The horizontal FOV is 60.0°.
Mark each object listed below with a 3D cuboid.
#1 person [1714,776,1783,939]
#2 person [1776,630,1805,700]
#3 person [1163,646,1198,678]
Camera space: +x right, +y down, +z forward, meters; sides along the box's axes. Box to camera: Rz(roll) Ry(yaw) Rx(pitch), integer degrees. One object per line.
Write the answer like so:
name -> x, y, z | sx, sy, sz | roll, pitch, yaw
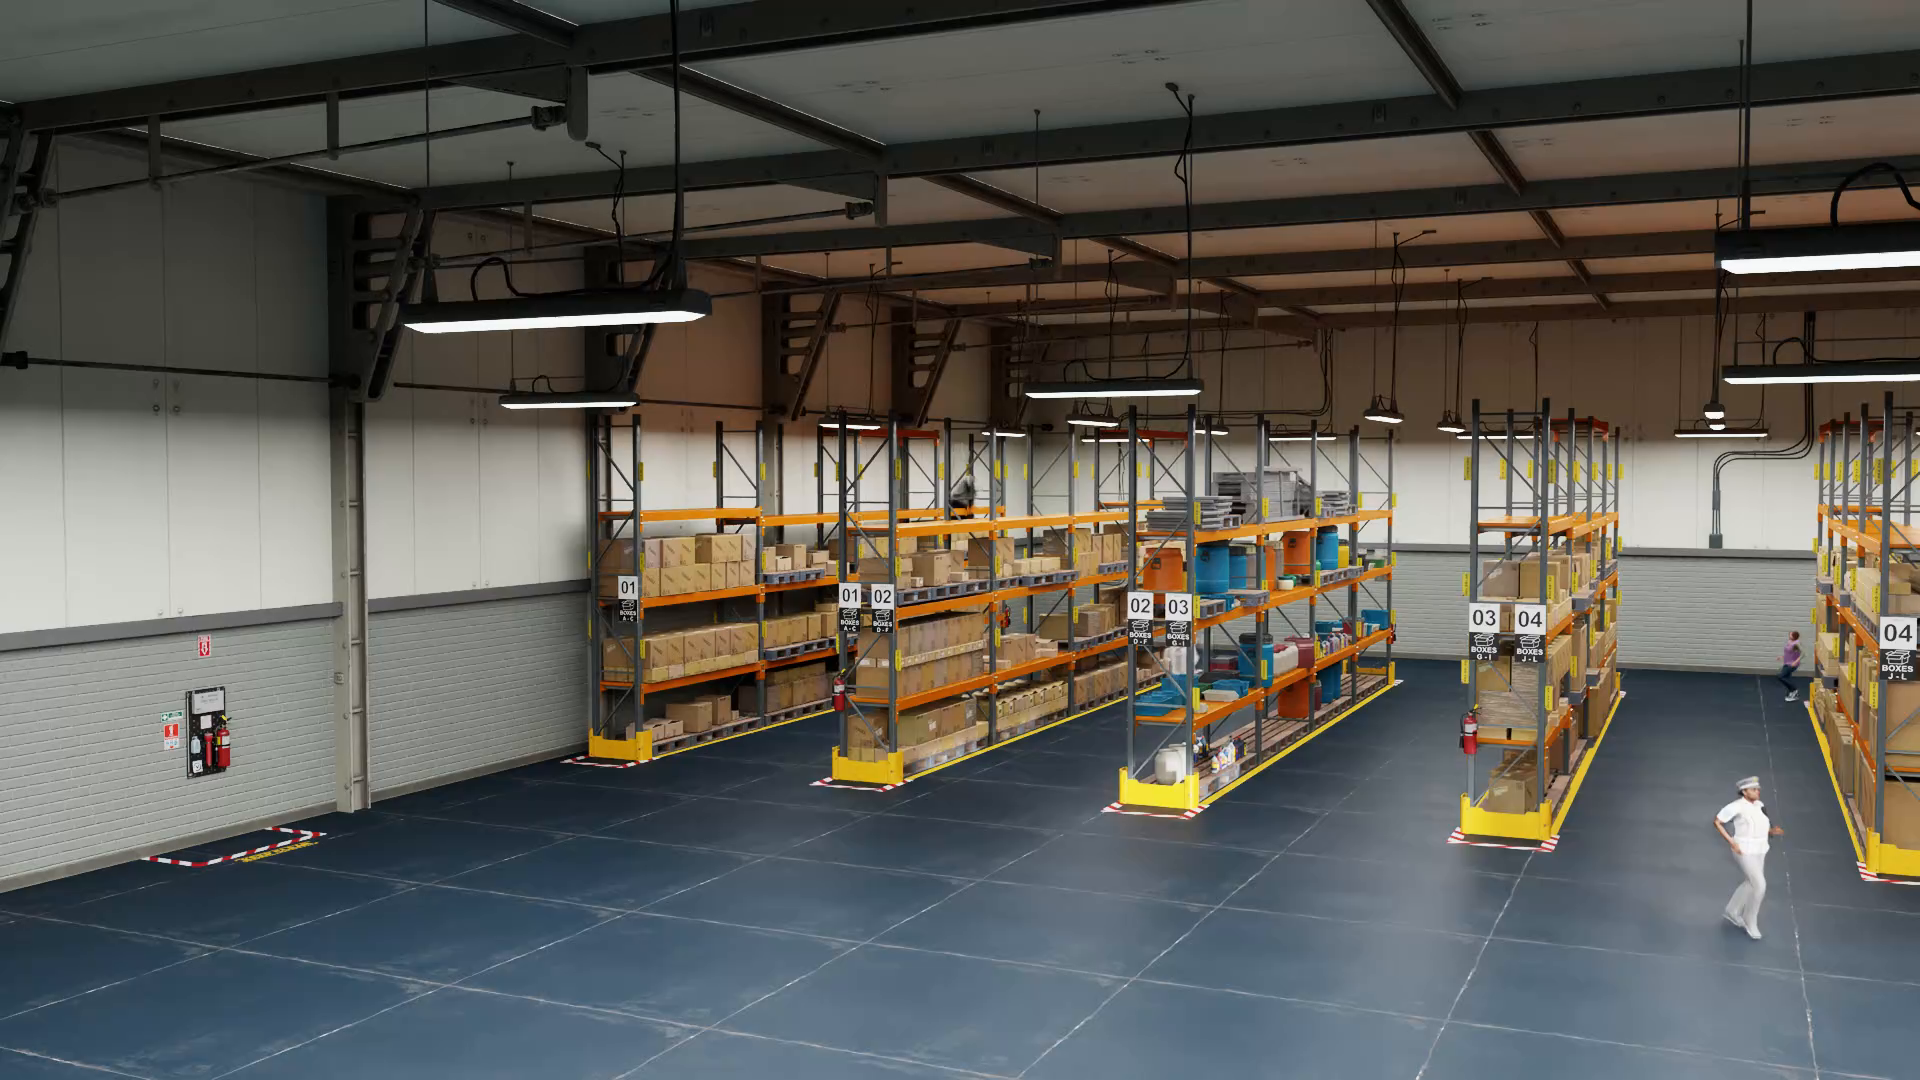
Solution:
person -> 8.554, 3.421, 17.985 | 0.554, 1.750, 0.682 | -1, 3, -28
person -> 18.087, 2.741, 36.236 | 0.498, 1.551, 0.618 | 0, 2, 3
person -> 4.412, 2.751, 33.464 | 0.681, 1.796, 0.775 | 1, 2, 19
